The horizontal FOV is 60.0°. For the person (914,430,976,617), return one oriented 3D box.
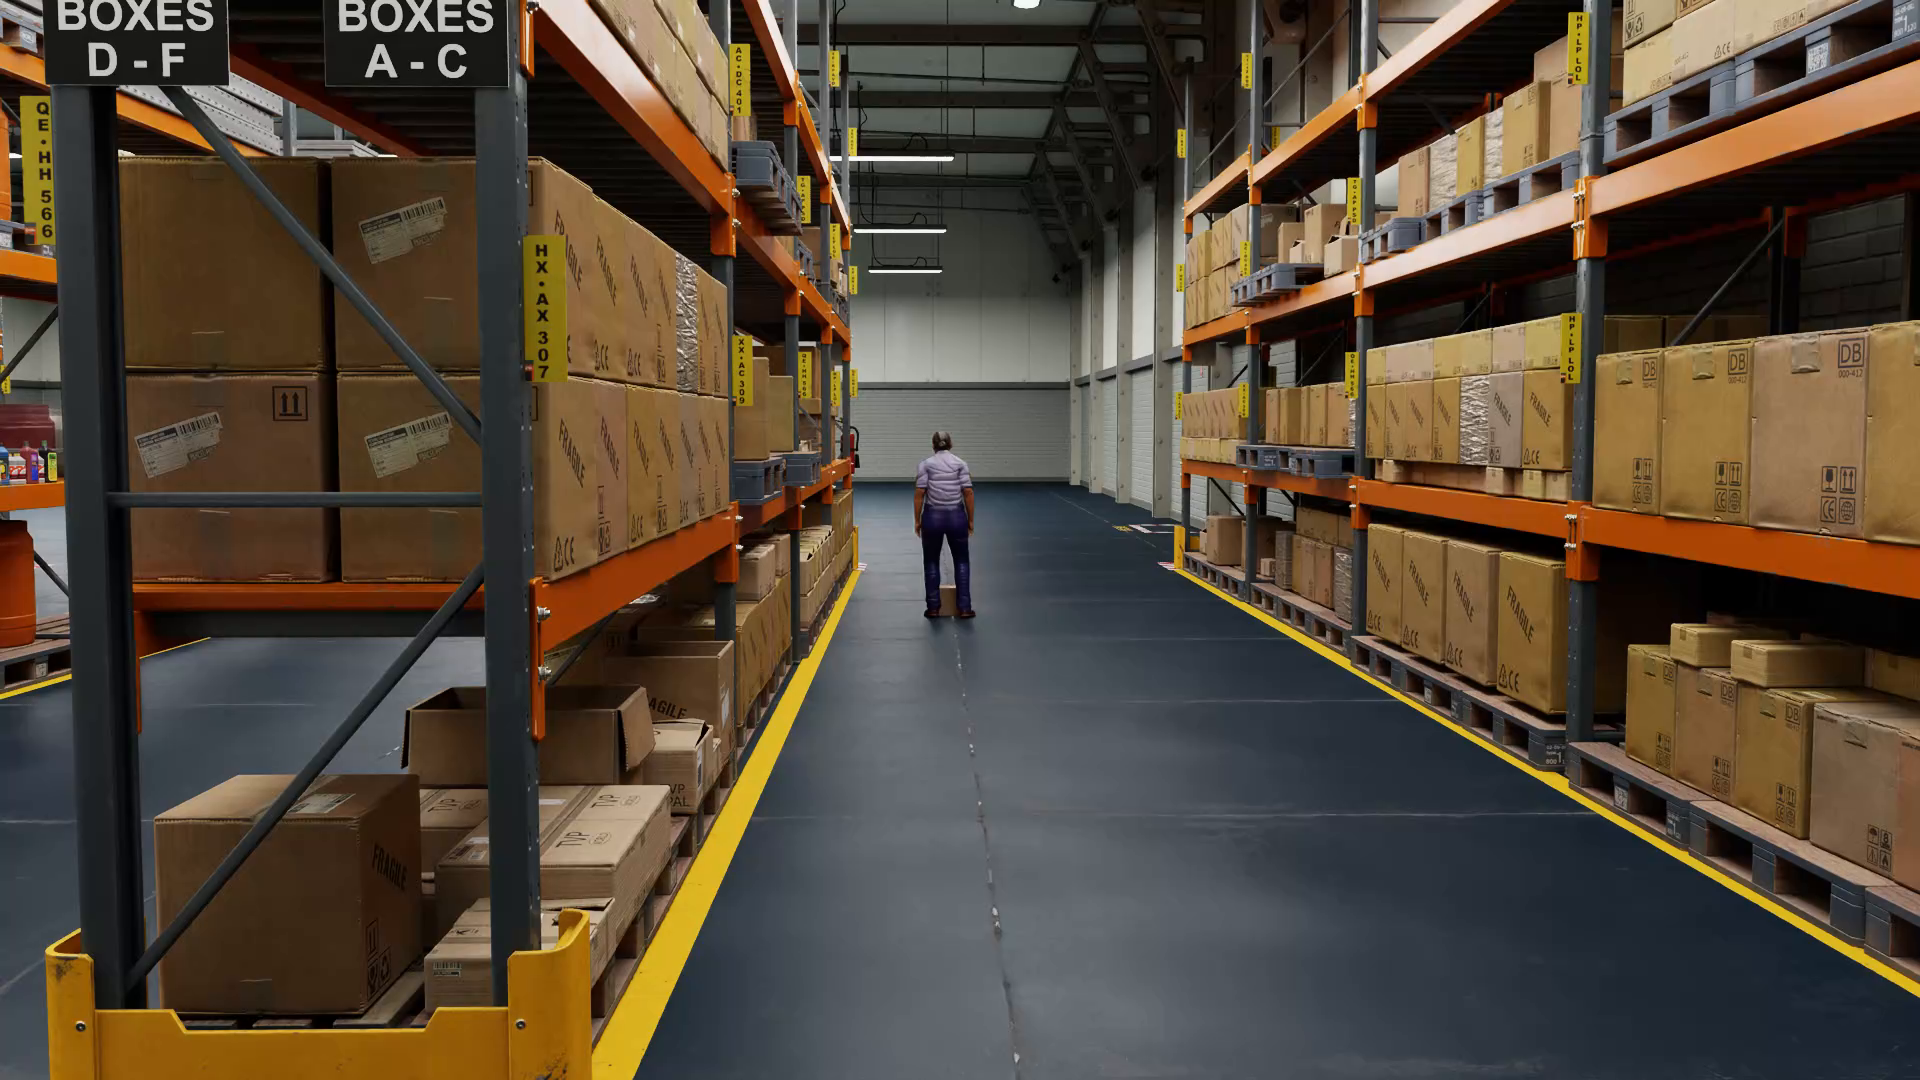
[{"bbox_3d":[-0.130,-0.141,14.649,0.545,1.651,0.414,0,4,-2],"label":"person"}]
